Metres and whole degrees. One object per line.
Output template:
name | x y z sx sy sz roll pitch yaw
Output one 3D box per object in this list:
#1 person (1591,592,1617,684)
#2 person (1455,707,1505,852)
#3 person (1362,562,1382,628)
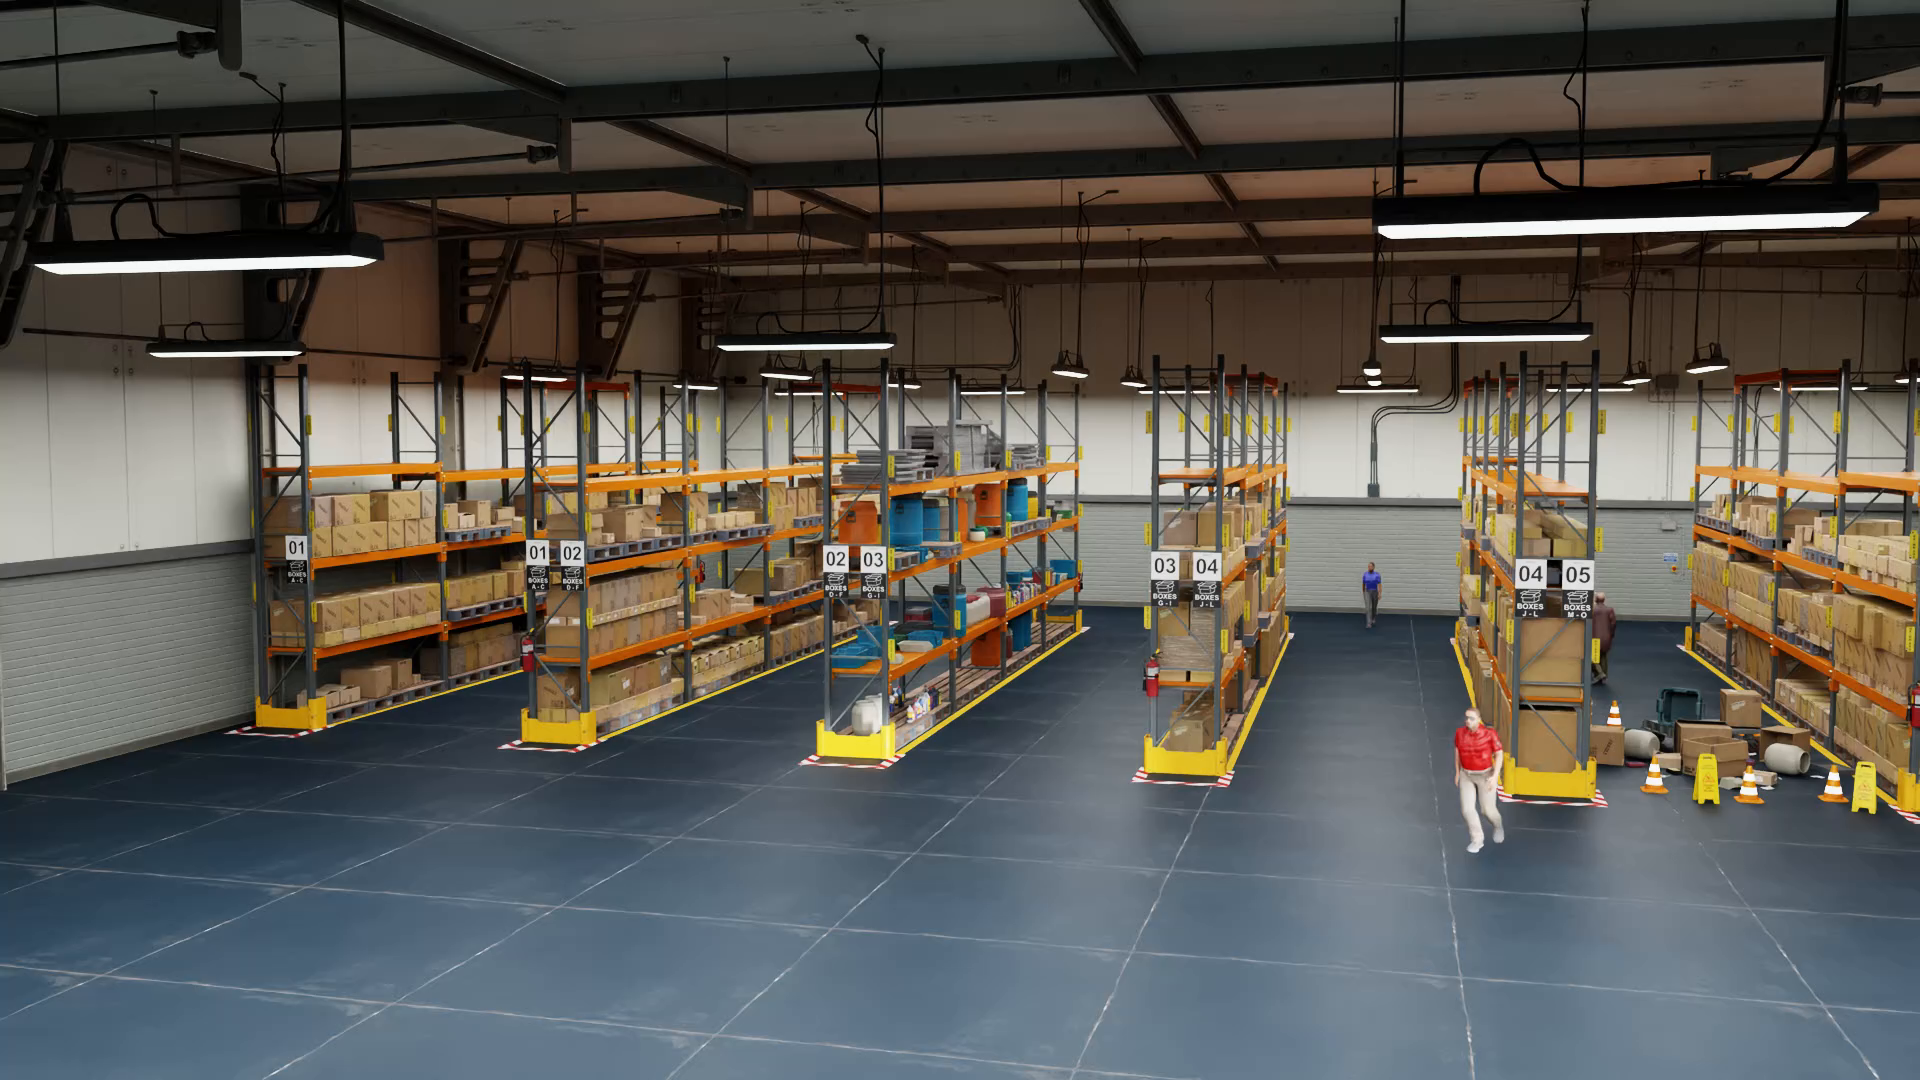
person | 12.436 1.911 32.235 0.659 1.760 0.668 -1 4 -10
person | 6.178 2.801 19.719 0.596 1.701 0.669 3 5 37
person | 10.213 1.343 41.222 0.455 1.595 1.033 1 4 11
